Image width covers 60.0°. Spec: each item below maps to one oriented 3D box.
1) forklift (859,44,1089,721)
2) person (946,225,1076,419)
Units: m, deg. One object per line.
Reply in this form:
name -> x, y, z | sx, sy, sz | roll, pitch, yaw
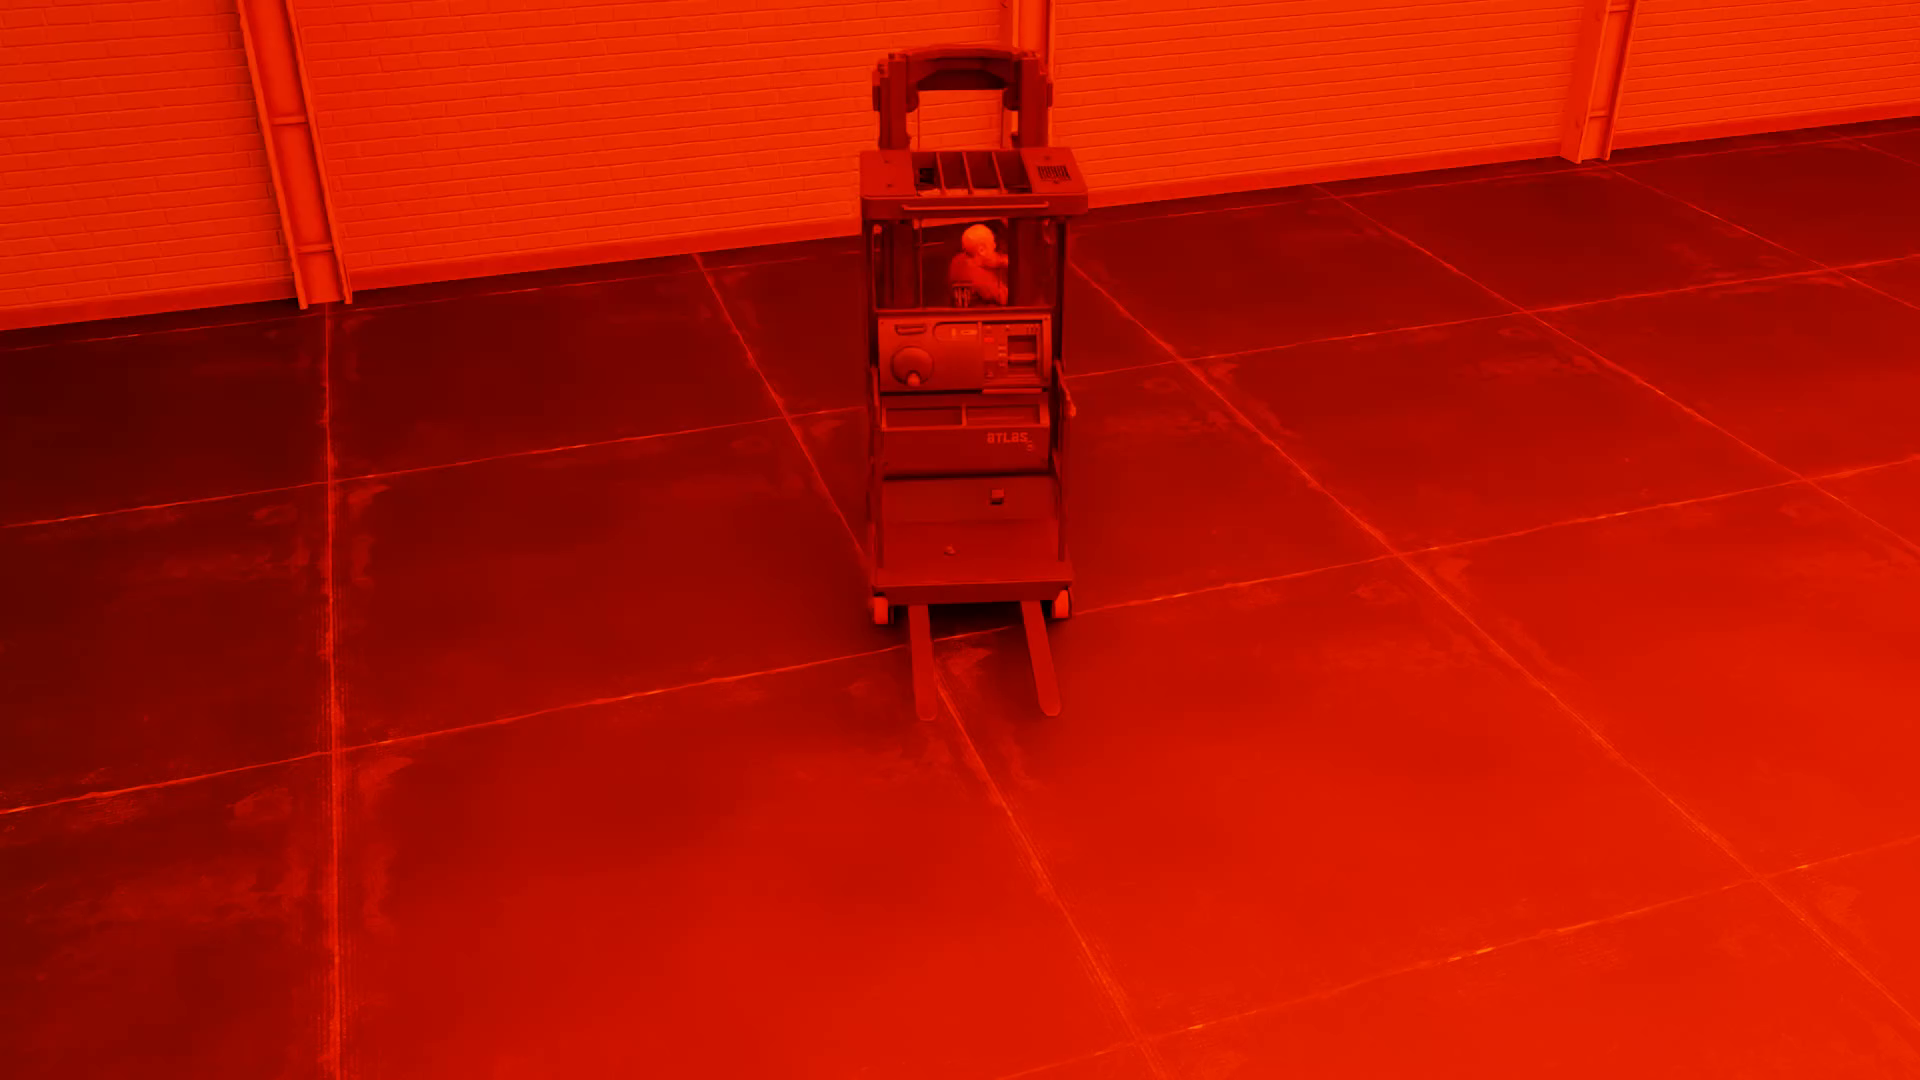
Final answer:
forklift -> 0.043, -0.967, 8.767 | 1.130, 2.935, 3.031 | -2, 30, -3
person -> 0.366, -1.363, 10.925 | 0.927, 1.487, 1.053 | -13, 32, -21
